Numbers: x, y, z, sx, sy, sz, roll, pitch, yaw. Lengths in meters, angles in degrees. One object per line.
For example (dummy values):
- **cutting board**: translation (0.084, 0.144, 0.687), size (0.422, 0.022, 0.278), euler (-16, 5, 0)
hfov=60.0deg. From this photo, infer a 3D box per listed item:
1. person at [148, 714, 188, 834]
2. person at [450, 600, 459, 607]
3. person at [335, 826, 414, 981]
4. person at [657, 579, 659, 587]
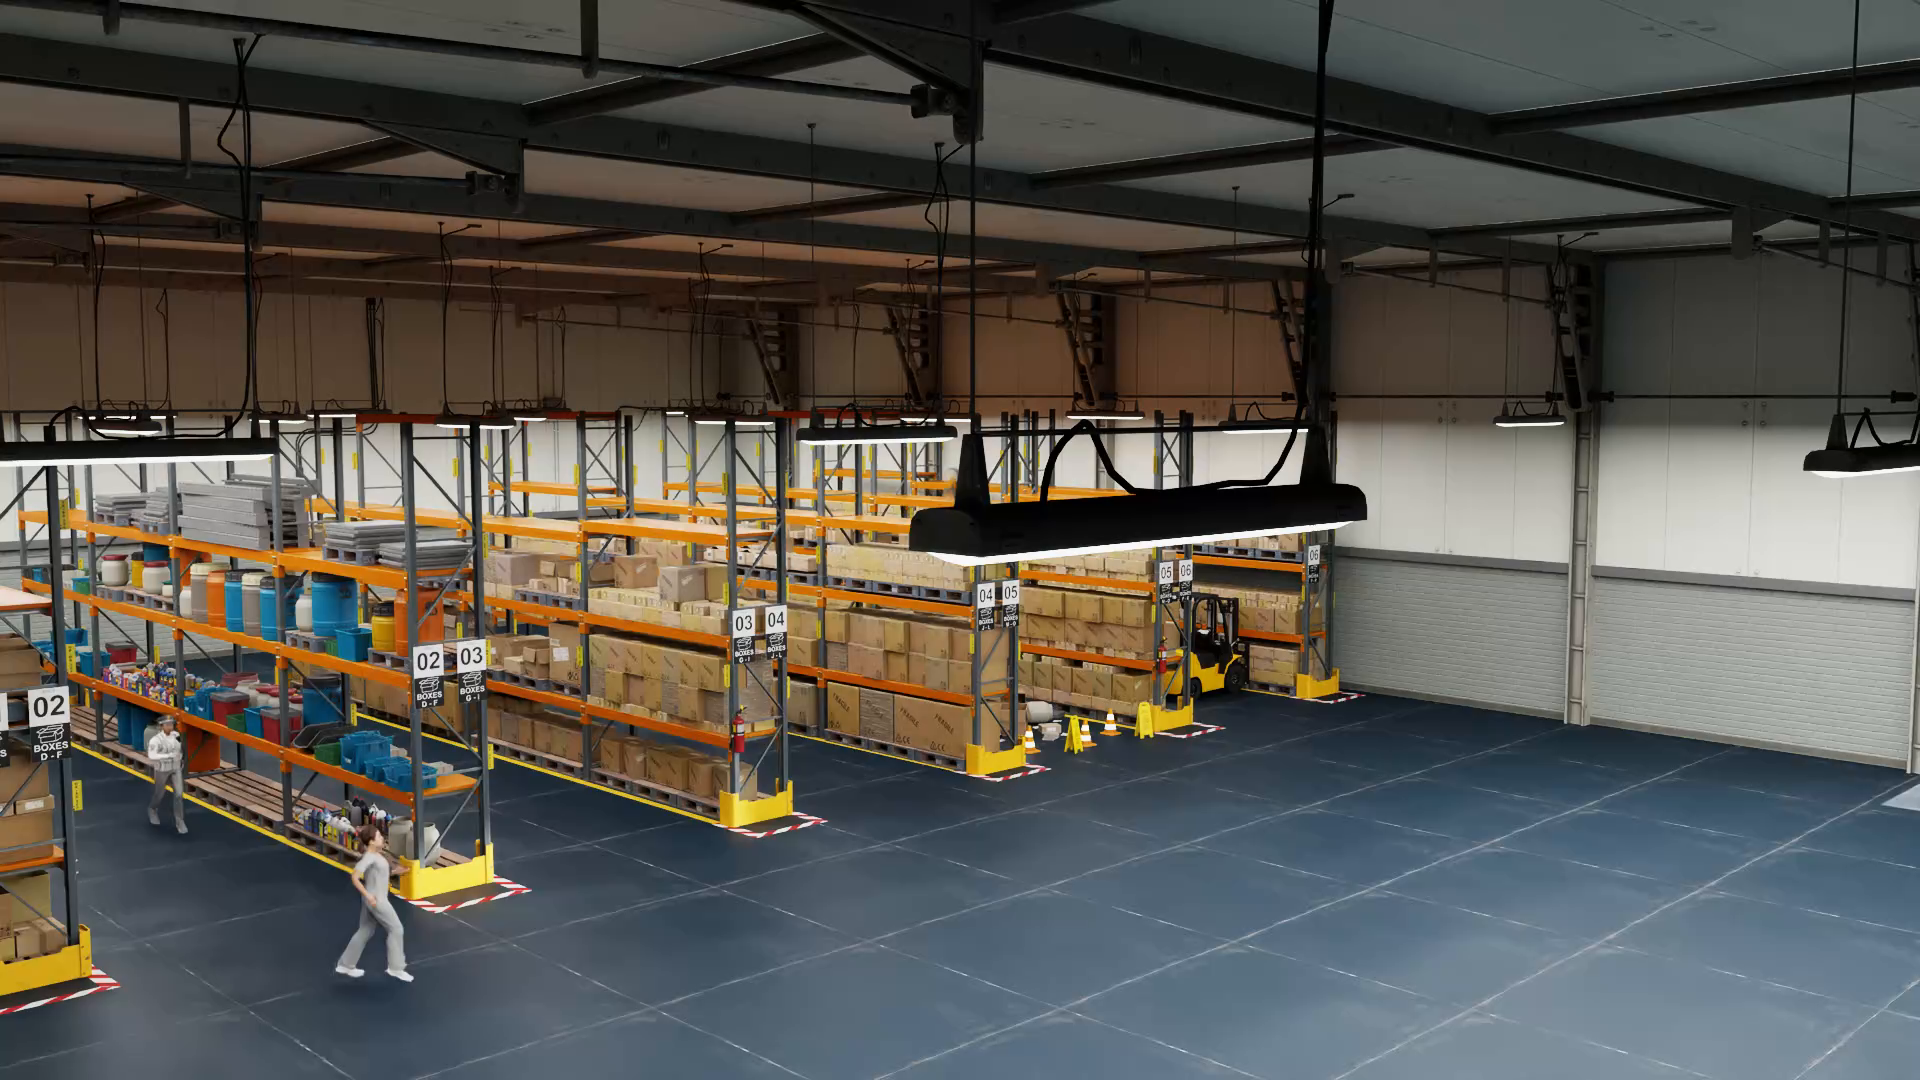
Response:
- **person**: translation (-11.539, 3.363, 24.179), size (0.919, 1.702, 0.597), euler (4, 6, 39)
- **person**: translation (-11.550, 2.198, 38.148), size (0.604, 1.668, 0.566), euler (-3, 6, -27)
- **person**: translation (-6.328, 3.934, 17.905), size (0.795, 1.722, 0.543), euler (-2, 5, -25)
- **person**: translation (-8.116, 1.629, 44.252), size (0.699, 1.728, 0.687), euler (4, 6, 37)
